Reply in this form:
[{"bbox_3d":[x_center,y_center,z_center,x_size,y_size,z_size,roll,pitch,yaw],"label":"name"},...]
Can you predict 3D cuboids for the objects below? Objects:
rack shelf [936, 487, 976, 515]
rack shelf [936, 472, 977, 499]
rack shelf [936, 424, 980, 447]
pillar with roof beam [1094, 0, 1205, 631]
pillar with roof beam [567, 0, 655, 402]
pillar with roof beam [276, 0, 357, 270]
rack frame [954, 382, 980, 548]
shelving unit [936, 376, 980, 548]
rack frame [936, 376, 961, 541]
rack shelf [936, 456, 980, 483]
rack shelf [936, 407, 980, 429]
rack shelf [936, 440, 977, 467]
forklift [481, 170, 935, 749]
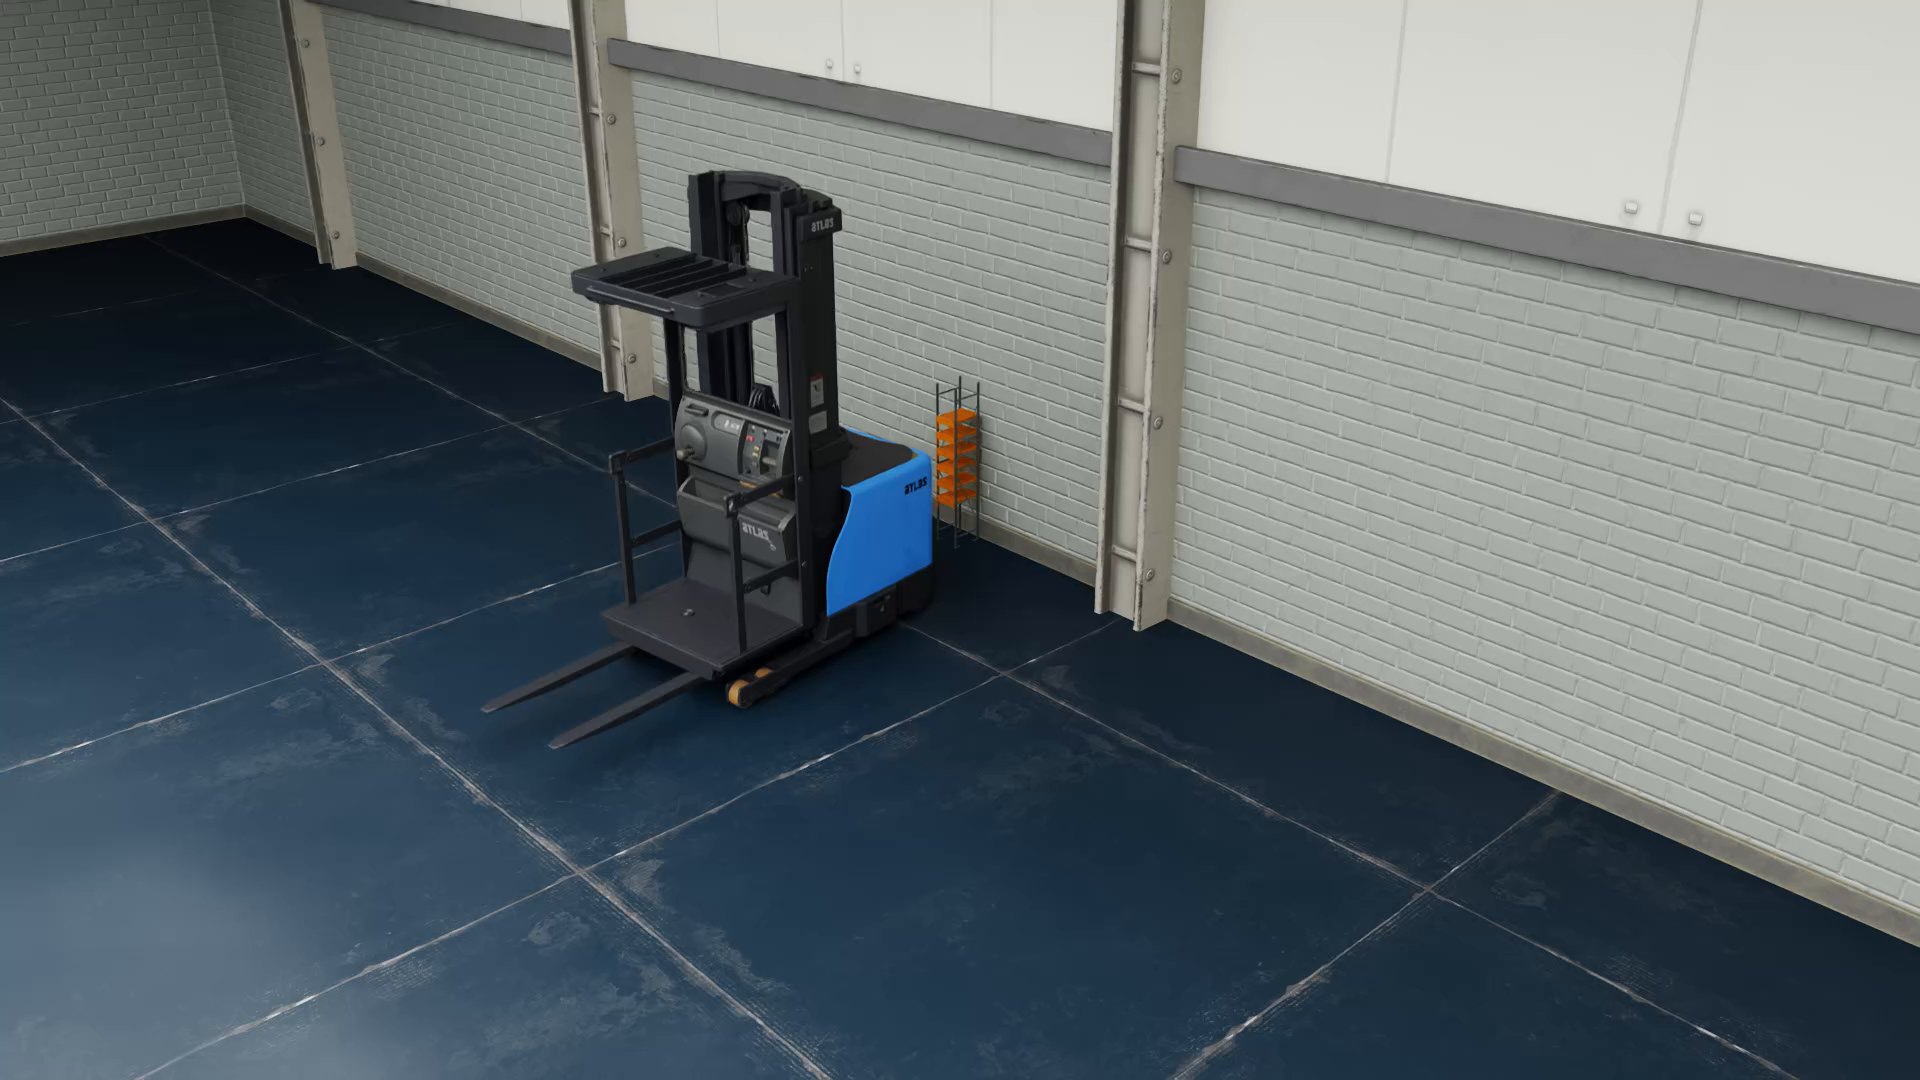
[{"bbox_3d":[-0.015,-0.288,11.918,0.258,0.103,0.180,-22,32,-39],"label":"rack shelf"},{"bbox_3d":[-0.015,-0.397,11.868,0.258,0.103,0.180,-22,32,-39],"label":"rack shelf"},{"bbox_3d":[-0.015,-0.725,11.719,0.258,0.103,0.180,-22,32,-39],"label":"rack shelf"},{"bbox_3d":[-2.009,-2.383,6.429,9.100,9.000,0.400,-21,32,-38],"label":"pillar with roof beam"},{"bbox_3d":[-6.110,-4.201,10.414,9.100,9.000,0.400,-21,32,-38],"label":"pillar with roof beam"},{"bbox_3d":[-10.211,-6.019,14.398,9.100,9.000,0.400,-21,32,-38],"label":"pillar with roof beam"},{"bbox_3d":[0.049,-0.520,11.740,0.240,1.200,0.006,-22,32,-39],"label":"rack frame"},{"bbox_3d":[-0.015,-0.547,11.800,0.258,1.200,0.189,-22,32,-39],"label":"shelving unit"},{"bbox_3d":[-0.079,-0.574,11.860,0.240,1.200,0.006,-22,32,-39],"label":"rack frame"},{"bbox_3d":[-0.015,-0.507,11.819,0.258,0.103,0.180,-22,32,-39],"label":"rack shelf"},{"bbox_3d":[-0.015,-0.834,11.669,0.258,0.103,0.180,-22,32,-39],"label":"rack shelf"},{"bbox_3d":[-0.015,-0.616,11.769,0.258,0.103,0.180,-22,32,-39],"label":"rack shelf"},{"bbox_3d":[-1.493,-0.570,9.764,1.130,2.935,3.031,19,31,35],"label":"forklift"}]
